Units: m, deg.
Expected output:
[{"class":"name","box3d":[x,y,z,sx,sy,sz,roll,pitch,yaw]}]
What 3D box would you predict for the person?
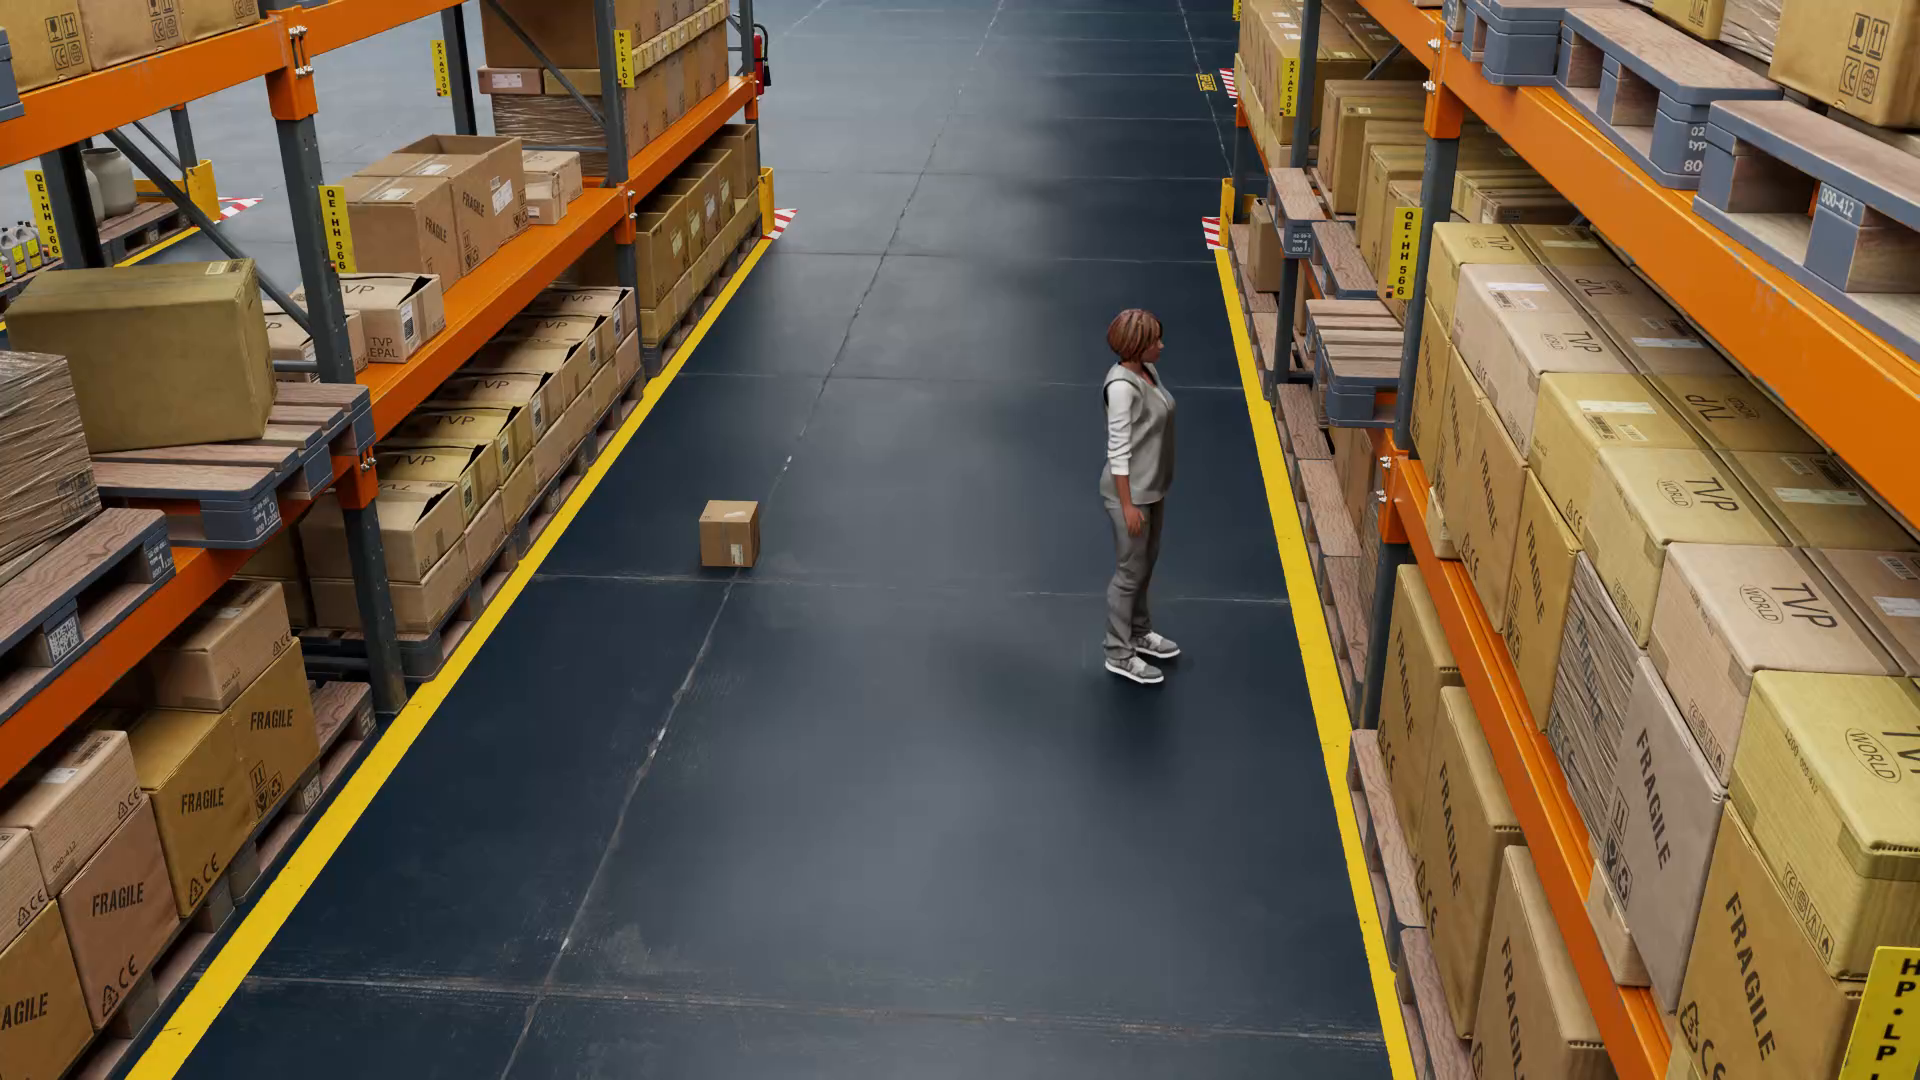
[{"class":"person","box3d":[0.769,-0.194,6.991,0.353,1.609,0.442,10,27,20]}]
